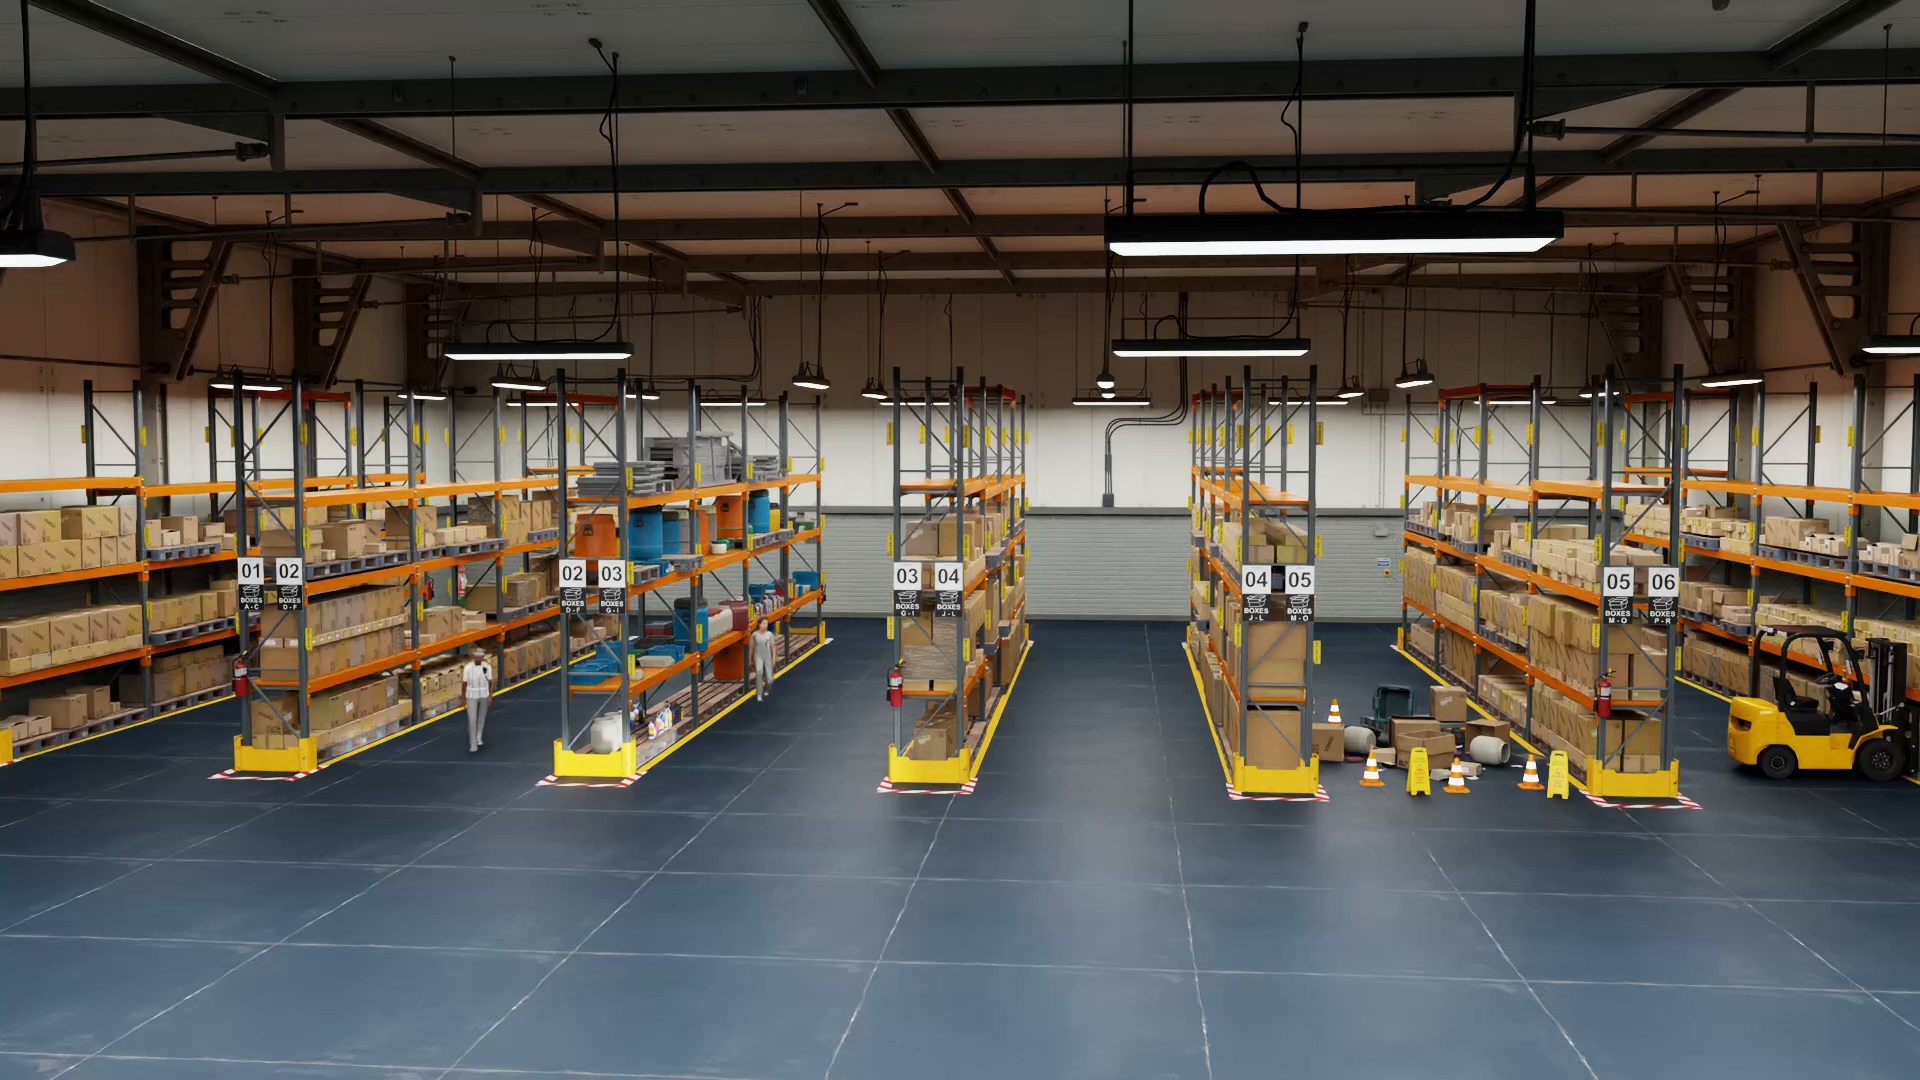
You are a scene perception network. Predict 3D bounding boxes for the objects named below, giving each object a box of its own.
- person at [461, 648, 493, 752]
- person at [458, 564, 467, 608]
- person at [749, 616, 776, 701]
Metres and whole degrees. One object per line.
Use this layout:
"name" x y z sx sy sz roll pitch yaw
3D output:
"person" -7.693 2.521 26.523 0.487 1.613 0.989 -2 4 -31
"person" -12.826 1.454 42.454 0.504 1.789 0.582 0 4 5
"person" -3.556 2.140 30.165 0.468 1.471 0.766 -1 4 -17
